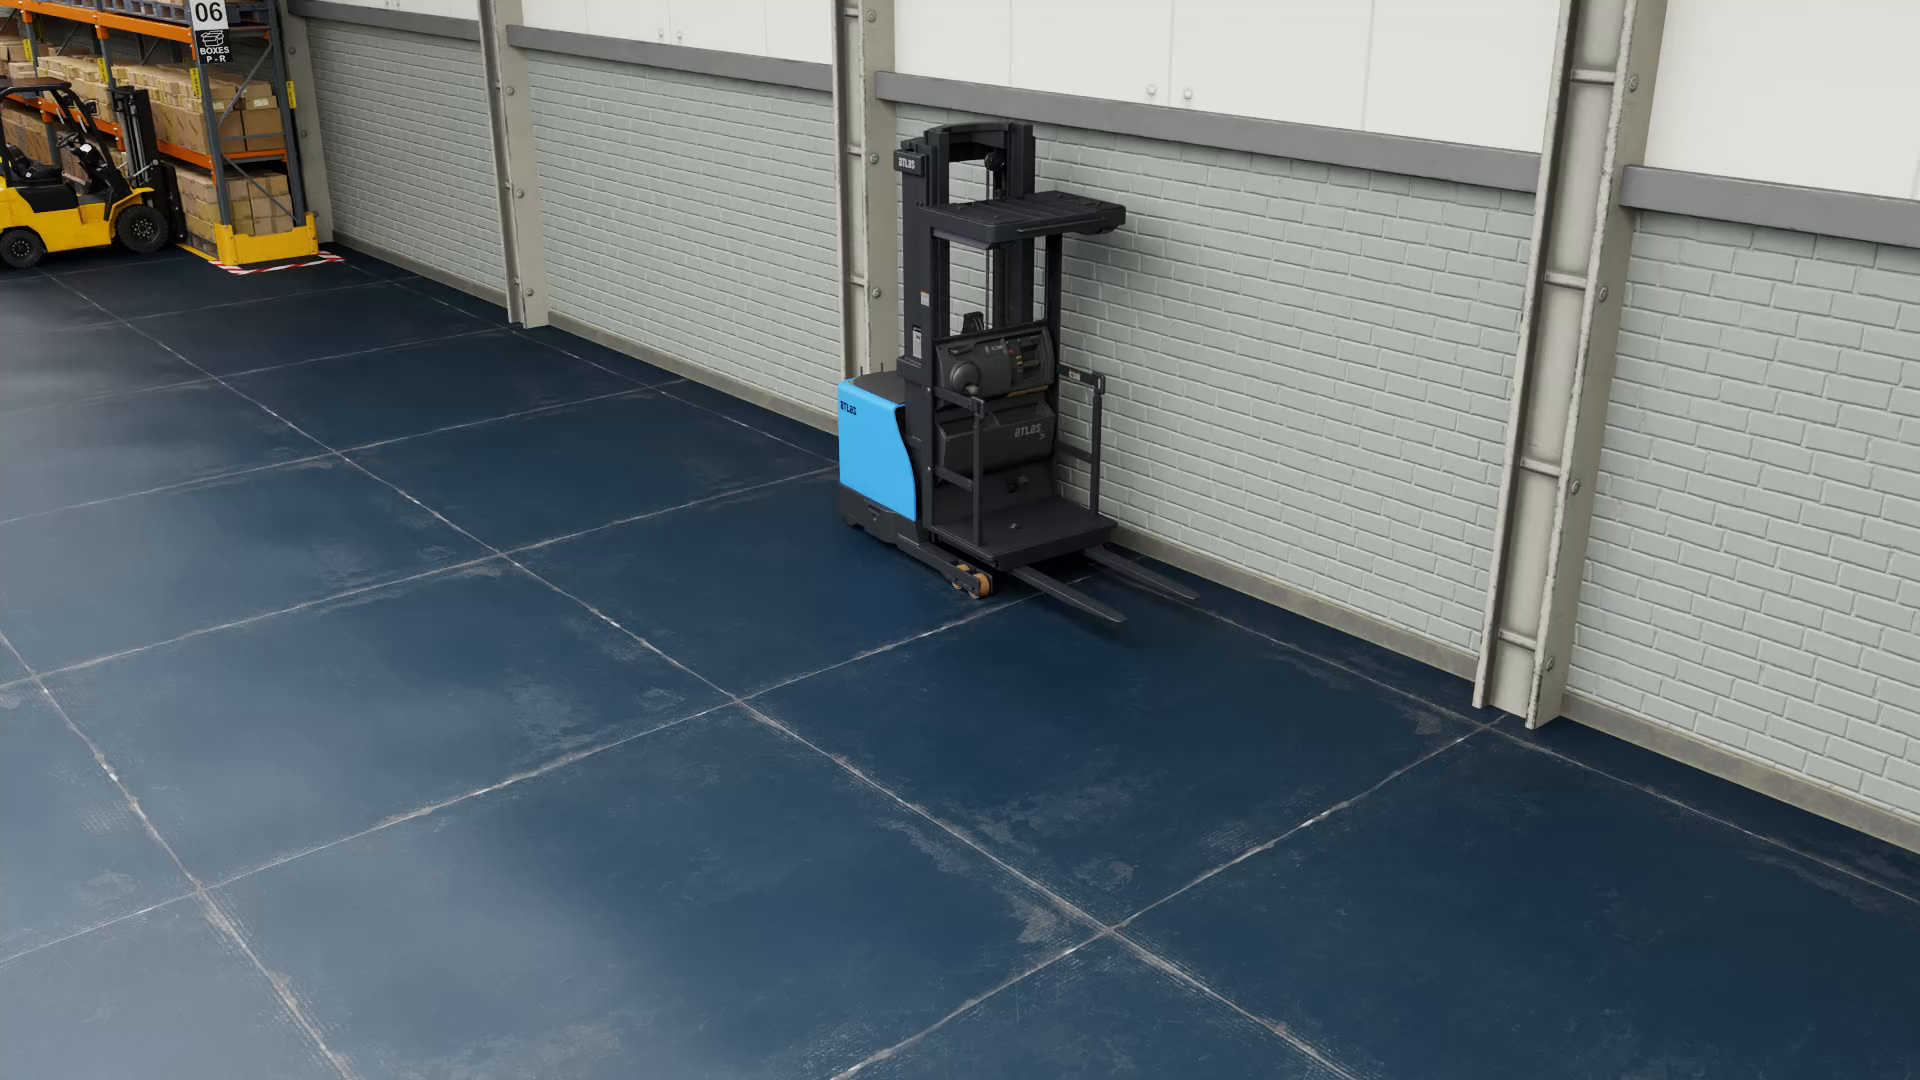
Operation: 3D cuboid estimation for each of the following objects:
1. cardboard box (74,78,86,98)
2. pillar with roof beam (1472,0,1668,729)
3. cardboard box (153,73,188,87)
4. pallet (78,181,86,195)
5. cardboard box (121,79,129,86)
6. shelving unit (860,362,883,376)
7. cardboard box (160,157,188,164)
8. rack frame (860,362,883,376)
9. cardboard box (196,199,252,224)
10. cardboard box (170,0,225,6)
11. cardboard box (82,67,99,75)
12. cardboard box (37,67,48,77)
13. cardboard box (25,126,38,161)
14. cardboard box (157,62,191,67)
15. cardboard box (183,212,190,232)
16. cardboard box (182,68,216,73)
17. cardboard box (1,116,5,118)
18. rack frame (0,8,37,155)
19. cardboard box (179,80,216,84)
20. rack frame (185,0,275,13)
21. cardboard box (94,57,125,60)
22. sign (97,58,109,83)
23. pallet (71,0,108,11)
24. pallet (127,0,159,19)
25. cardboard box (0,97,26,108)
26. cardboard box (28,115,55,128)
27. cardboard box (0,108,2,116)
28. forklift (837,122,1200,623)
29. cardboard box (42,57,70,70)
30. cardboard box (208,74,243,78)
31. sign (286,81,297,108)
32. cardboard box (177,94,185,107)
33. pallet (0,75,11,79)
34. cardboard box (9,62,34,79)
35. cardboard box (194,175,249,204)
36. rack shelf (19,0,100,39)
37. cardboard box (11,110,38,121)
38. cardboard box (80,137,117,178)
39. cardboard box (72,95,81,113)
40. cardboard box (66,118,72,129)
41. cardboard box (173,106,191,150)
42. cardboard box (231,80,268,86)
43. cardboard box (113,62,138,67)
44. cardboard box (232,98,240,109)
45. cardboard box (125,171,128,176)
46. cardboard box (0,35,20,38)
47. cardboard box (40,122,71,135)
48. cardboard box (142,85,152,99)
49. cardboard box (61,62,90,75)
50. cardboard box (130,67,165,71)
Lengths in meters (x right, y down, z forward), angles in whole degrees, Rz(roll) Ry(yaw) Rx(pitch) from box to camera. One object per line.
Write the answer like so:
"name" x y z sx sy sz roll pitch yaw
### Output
"cardboard box" -12.587 -6.621 24.296 0.500 0.250 0.500 -17 27 -36
"pillar with roof beam" -0.075 -2.197 5.255 9.100 9.000 0.400 -17 27 -37
"cardboard box" -10.342 -6.027 21.824 0.380 0.149 0.250 -17 27 -37
"pallet" -12.713 -5.333 25.311 1.003 0.211 1.213 -17 27 -37
"cardboard box" -11.223 -6.227 22.743 0.380 0.149 0.250 -17 27 -36
"shelving unit" -0.591 -0.790 12.562 0.215 1.050 0.252 -15 26 -33
"cardboard box" -10.664 -4.994 22.446 0.500 0.250 0.500 -16 27 -36
"rack frame" -0.662 -0.827 12.655 0.200 1.050 0.008 -15 26 -33
"cardboard box" -9.346 -4.203 21.111 0.500 0.250 0.500 -18 28 -38
"cardboard box" -9.265 -6.745 20.128 0.500 0.500 0.500 -16 27 -36
"cardboard box" -12.491 -6.766 24.119 0.380 0.149 0.250 -18 28 -39
"cardboard box" -13.927 -7.182 25.727 0.500 0.250 0.500 -17 27 -37
"cardboard box" -15.114 -6.587 27.541 0.500 0.500 0.500 -16 27 -35
"cardboard box" -10.965 -6.571 23.213 0.380 0.149 0.250 -17 27 -37
"cardboard box" -9.974 -4.245 21.903 0.500 0.250 0.500 -17 27 -37
"cardboard box" -10.284 -6.291 22.499 0.380 0.149 0.250 -18 28 -38
"cardboard box" -16.479 -7.155 28.990 0.500 0.500 0.500 -16 26 -35
"rack frame" -16.624 -8.310 29.089 1.000 3.000 0.127 -17 27 -37
"cardboard box" -9.666 -5.744 21.102 0.380 0.149 0.250 -17 27 -37
"rack frame" -8.791 -7.788 19.530 1.000 3.000 0.127 -17 27 -37
"cardboard box" -13.056 -7.329 25.557 0.380 0.149 0.250 -18 28 -38
"sign" -11.807 -6.471 22.912 0.100 0.325 0.005 -17 27 -37
"pallet" -11.988 -7.648 23.548 0.805 0.209 1.217 -19 28 -39
"pallet" -10.033 -6.889 21.469 1.003 0.211 1.213 -17 27 -37
"cardboard box" -16.385 -7.560 28.727 0.380 0.149 0.250 -19 28 -40
"cardboard box" -15.168 -6.919 27.498 0.380 0.149 0.250 -18 28 -38
"cardboard box" -16.591 -7.482 28.935 0.380 0.149 0.250 -16 26 -35
"forklift" 0.365 -1.178 10.973 1.130 2.935 3.031 -15 26 -33
"cardboard box" -13.853 -7.322 25.539 0.380 0.149 0.250 -17 27 -36
"cardboard box" -9.615 -6.010 21.782 0.380 0.149 0.250 -18 28 -39
"sign" -8.367 -5.565 20.785 0.100 0.325 0.005 -17 27 -37
"cardboard box" -9.695 -5.594 21.126 0.380 0.149 0.250 -18 27 -38
"pallet" -15.286 -7.652 27.671 1.003 0.211 1.213 -17 27 -37
"cardboard box" -14.947 -7.545 26.766 0.500 0.250 0.500 -19 28 -40
"cardboard box" -9.328 -4.429 21.002 0.500 0.250 0.500 -16 27 -36
"rack shelf" -12.707 -7.714 24.441 1.077 0.370 4.000 -17 27 -37
"cardboard box" -15.852 -7.205 28.229 0.380 0.149 0.250 -18 27 -38
"cardboard box" -12.744 -5.755 25.245 0.875 0.625 0.625 -19 28 -40
"cardboard box" -12.905 -6.530 24.749 0.500 0.250 0.500 -16 27 -36
"cardboard box" -14.493 -6.887 27.416 0.380 0.149 0.250 -17 27 -37
"cardboard box" -9.643 -5.261 21.165 0.500 0.500 0.500 -16 27 -36
"cardboard box" -8.975 -5.714 21.026 0.380 0.149 0.250 -16 27 -36
"cardboard box" -12.429 -7.029 24.791 0.380 0.149 0.250 -17 27 -37
"cardboard box" -9.025 -5.552 21.020 0.380 0.149 0.250 -17 27 -37
"cardboard box" -11.320 -5.041 23.251 0.500 0.250 0.500 -18 27 -38
"cardboard box" -16.478 -8.366 28.517 0.700 0.500 0.500 -17 27 -36
"cardboard box" -14.527 -6.615 26.723 0.380 0.149 0.250 -19 28 -40
"cardboard box" -10.579 -5.938 22.004 0.380 0.149 0.250 -19 28 -39
"cardboard box" -13.178 -7.042 24.823 0.380 0.149 0.250 -17 27 -36
"cardboard box" -11.006 -6.310 22.546 0.380 0.149 0.250 -18 28 -38
